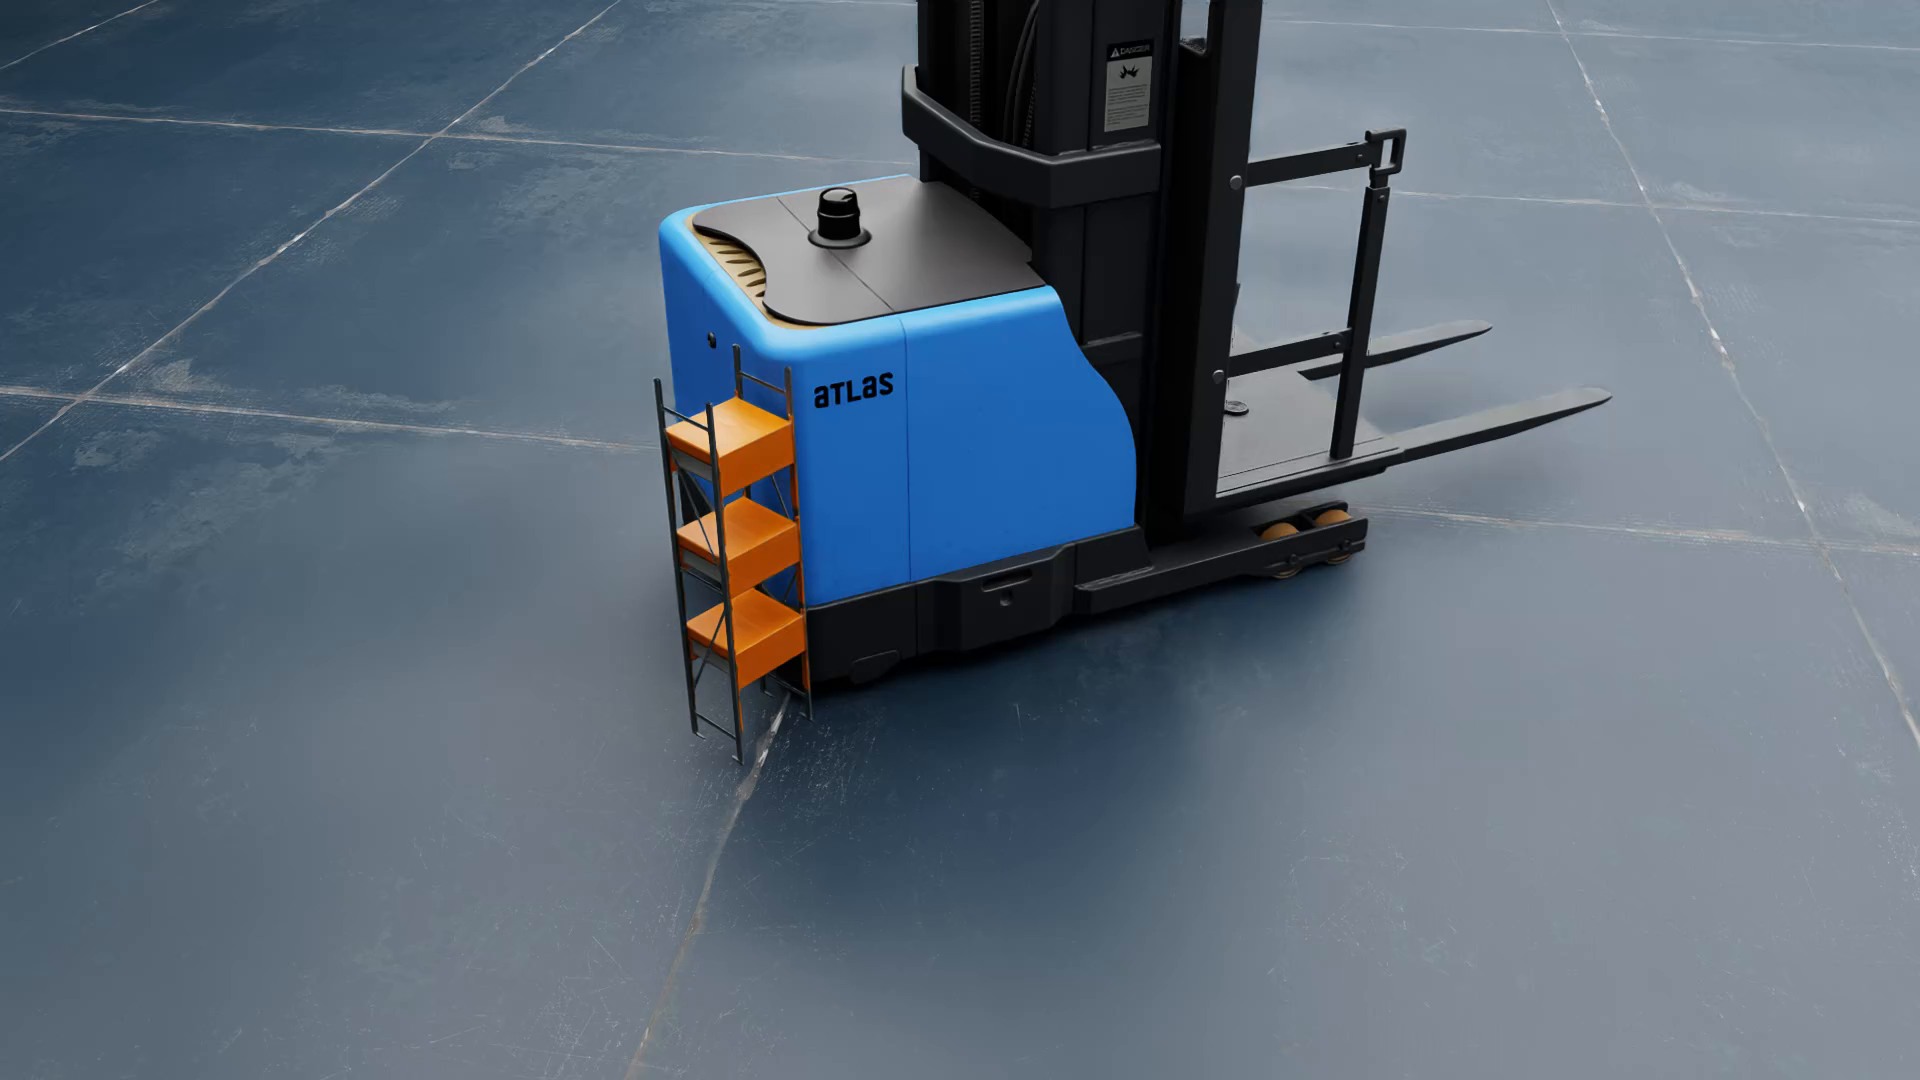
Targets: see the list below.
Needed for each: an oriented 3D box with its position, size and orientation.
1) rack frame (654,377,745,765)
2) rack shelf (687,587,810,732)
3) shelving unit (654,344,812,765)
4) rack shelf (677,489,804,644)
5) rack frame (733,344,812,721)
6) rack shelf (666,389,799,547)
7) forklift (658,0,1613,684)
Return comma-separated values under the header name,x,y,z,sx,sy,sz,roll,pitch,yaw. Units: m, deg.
name,x,y,z,sx,sy,sz,roll,pitch,yaw
rack frame,-0.637,0.102,4.097,0.200,1.050,0.008,25,40,34
rack shelf,-0.556,0.299,4.327,0.215,0.259,0.240,25,40,34
shelving unit,-0.556,0.054,4.174,0.215,1.050,0.252,25,40,34
rack shelf,-0.556,0.063,4.179,0.215,0.259,0.240,25,40,34
rack frame,-0.474,0.006,4.251,0.200,1.050,0.008,25,40,34
rack shelf,-0.556,-0.177,4.029,0.215,0.259,0.240,25,40,34
forklift,0.691,-1.365,4.668,3.031,2.935,1.130,-14,35,-21
